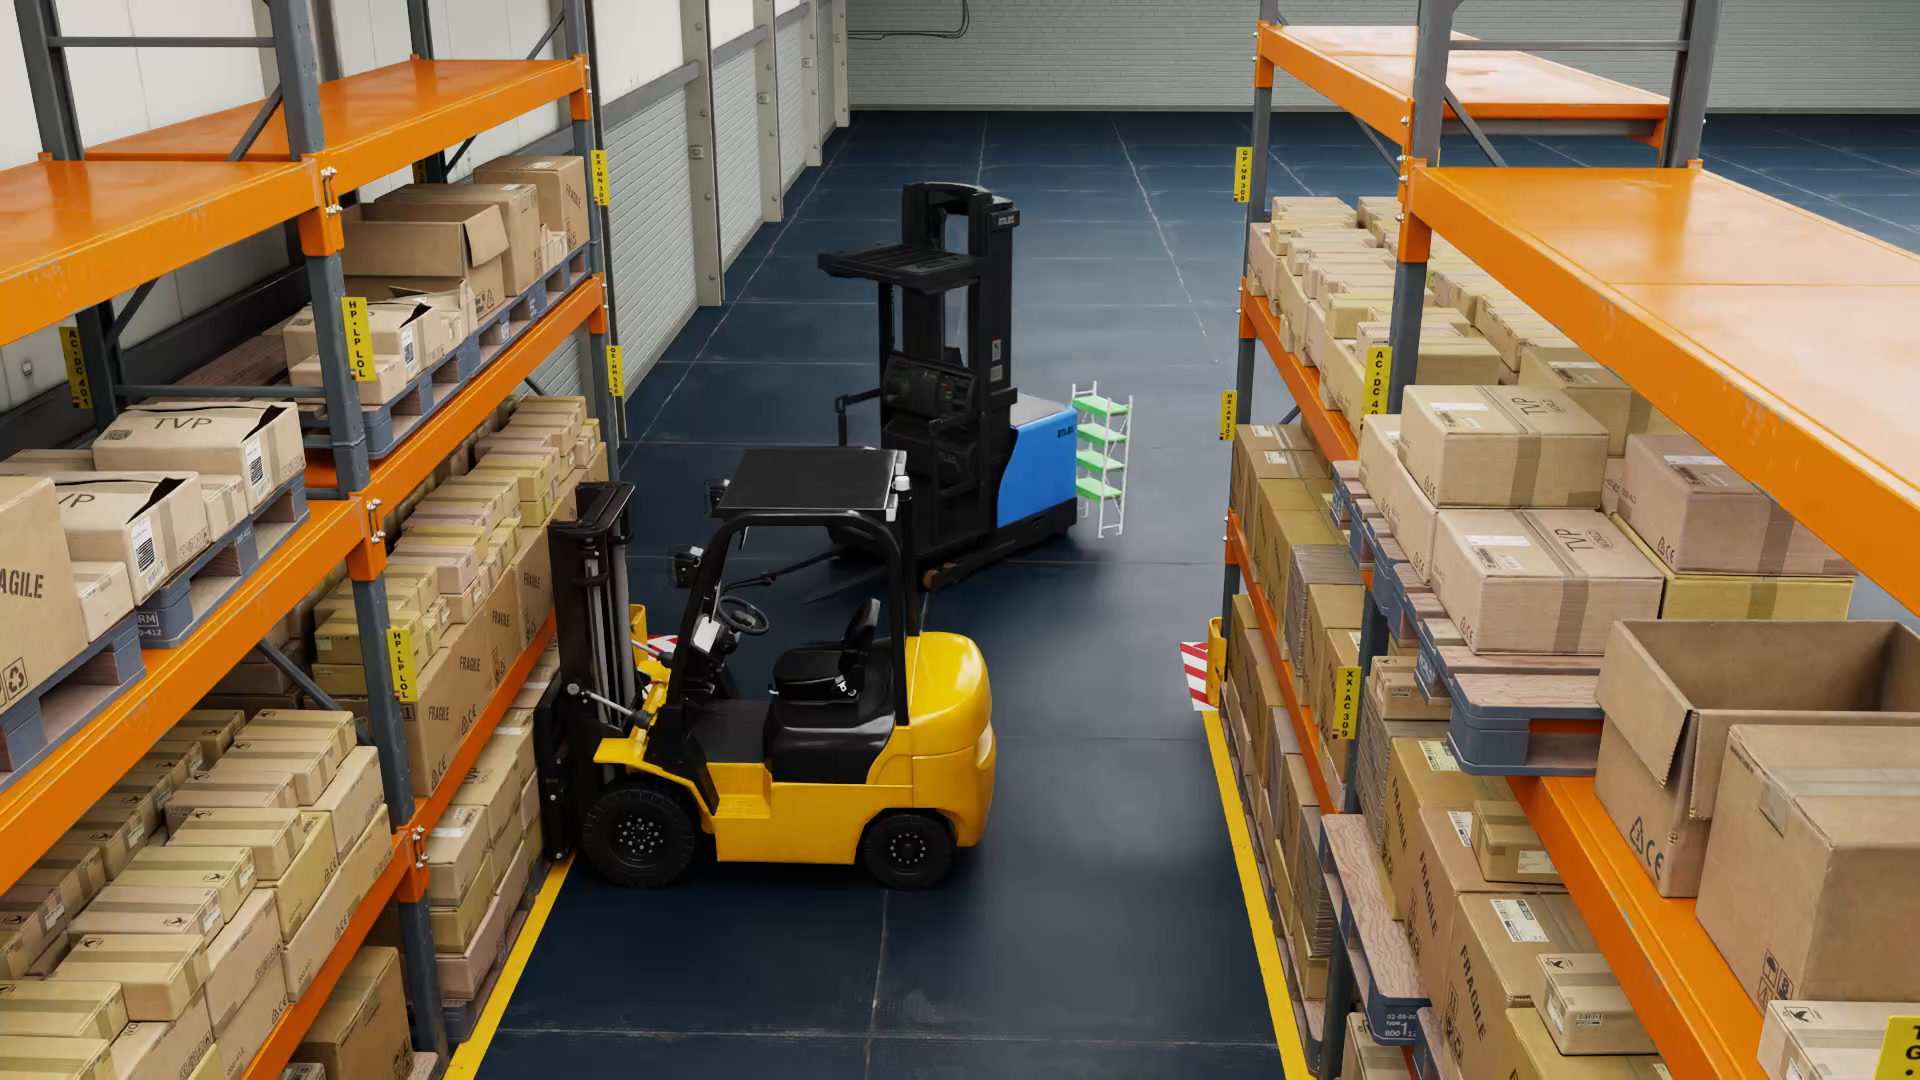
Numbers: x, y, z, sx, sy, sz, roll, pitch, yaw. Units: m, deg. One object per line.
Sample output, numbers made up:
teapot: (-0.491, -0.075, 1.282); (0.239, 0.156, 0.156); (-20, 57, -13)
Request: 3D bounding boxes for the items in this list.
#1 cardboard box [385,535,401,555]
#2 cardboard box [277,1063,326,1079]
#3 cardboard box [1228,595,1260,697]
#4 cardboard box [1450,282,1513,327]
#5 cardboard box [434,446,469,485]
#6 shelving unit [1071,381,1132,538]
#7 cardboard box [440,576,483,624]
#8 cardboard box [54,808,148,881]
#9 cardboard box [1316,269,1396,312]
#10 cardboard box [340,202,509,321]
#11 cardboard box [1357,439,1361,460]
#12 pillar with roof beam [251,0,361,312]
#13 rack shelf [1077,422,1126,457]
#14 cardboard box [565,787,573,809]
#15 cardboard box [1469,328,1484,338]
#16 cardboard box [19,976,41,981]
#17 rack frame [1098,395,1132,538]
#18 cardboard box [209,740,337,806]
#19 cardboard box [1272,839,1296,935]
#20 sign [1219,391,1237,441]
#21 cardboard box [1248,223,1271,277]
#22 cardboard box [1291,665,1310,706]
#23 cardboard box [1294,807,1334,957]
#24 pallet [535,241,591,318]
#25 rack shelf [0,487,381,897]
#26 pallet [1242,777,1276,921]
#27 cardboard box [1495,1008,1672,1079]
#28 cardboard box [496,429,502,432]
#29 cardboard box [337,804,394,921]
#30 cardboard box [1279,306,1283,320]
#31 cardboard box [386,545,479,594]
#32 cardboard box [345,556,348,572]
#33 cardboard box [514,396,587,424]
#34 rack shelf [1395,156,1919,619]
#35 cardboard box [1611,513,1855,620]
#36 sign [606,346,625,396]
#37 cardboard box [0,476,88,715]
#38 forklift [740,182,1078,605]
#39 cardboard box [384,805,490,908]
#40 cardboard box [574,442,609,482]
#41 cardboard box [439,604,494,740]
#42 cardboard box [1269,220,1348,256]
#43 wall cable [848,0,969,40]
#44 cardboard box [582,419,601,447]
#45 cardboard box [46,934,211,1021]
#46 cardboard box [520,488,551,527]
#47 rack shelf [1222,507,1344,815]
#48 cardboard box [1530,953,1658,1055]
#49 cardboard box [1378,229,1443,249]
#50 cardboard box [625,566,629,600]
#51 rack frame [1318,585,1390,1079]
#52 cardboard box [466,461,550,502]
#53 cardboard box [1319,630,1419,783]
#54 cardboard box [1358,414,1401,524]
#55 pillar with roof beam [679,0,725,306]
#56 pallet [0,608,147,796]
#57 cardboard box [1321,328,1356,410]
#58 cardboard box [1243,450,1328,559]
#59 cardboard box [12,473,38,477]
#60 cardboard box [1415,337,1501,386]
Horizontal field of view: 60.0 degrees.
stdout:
cardboard box: (-3.055, 0.083, 8.426); (0.380, 0.149, 0.250); (0, 21, 1)
cardboard box: (-2.879, 2.399, 6.196); (0.875, 0.625, 0.625); (0, 21, 1)
cardboard box: (1.939, 0.659, 10.162); (0.500, 0.500, 0.500); (0, 21, 0)
cardboard box: (2.442, -1.067, 7.523); (0.380, 0.149, 0.250); (0, 21, 0)
cardboard box: (-2.986, -0.422, 9.318); (0.380, 0.149, 0.250); (1, 21, 3)
shelving unit: (1.146, -0.675, 13.885); (0.258, 1.200, 0.503); (-10, 23, -31)
cardboard box: (-2.502, 0.280, 7.919); (0.380, 0.149, 0.250); (1, 21, 3)
cardboard box: (-3.124, 1.073, 5.875); (0.380, 0.149, 0.250); (0, 21, 1)
cardboard box: (1.882, -1.169, 7.786); (0.380, 0.149, 0.250); (1, 21, 2)
cardboard box: (-2.678, -1.374, 8.209); (0.797, 0.503, 0.637); (1, 21, 3)
cardboard box: (1.823, -0.328, 6.721); (0.380, 0.149, 0.250); (1, 21, 2)
pillar with roof beam: (0.660, -2.936, 8.949); (9.100, 9.000, 0.400); (1, 21, 2)
rack shelf: (1.153, -0.840, 13.826); (0.258, 0.148, 0.480); (-10, 23, -31)
cardboard box: (-2.462, 1.380, 9.340); (0.500, 0.250, 0.500); (1, 21, 3)
cardboard box: (2.412, -0.739, 7.229); (0.500, 0.250, 0.500); (0, 21, 1)
cardboard box: (-3.174, 1.588, 5.100); (0.500, 0.250, 0.500); (0, 21, 1)
rack frame: (1.276, -0.600, 13.693); (0.240, 1.200, 0.015); (-10, 23, -31)
cardboard box: (-2.621, 0.888, 6.351); (0.380, 0.149, 0.250); (0, 21, 1)
cardboard box: (1.874, 1.748, 8.391); (0.500, 0.250, 0.500); (0, 21, 0)
sign: (1.698, -0.785, 10.501); (0.100, 0.325, 0.005); (1, 21, 2)
cardboard box: (1.959, -1.663, 9.612); (0.500, 0.250, 0.500); (0, 21, 1)
cardboard box: (1.851, 0.701, 8.215); (0.380, 0.149, 0.250); (0, 21, 1)
cardboard box: (1.868, 1.591, 7.760); (0.500, 0.500, 0.500); (0, 21, 1)
pallet: (-2.769, -1.530, 9.595); (1.003, 0.211, 1.213); (1, 21, 2)
rack shelf: (-2.904, 0.678, 4.776); (1.077, 0.370, 4.000); (1, 21, 2)
pallet: (2.138, 1.686, 9.186); (1.003, 0.211, 1.213); (1, 21, 2)
cardboard box: (1.752, 1.599, 4.423); (0.500, 0.500, 0.500); (-1, 21, -2)
cardboard box: (-2.935, -0.568, 10.104); (0.380, 0.149, 0.250); (1, 21, 2)
cardboard box: (-2.597, 1.273, 6.602); (0.500, 0.250, 0.500); (1, 21, 3)
cardboard box: (1.962, -1.259, 9.121); (0.380, 0.149, 0.250); (1, 21, 1)
cardboard box: (-2.510, 0.138, 7.873); (0.380, 0.149, 0.250); (1, 21, 3)
cardboard box: (-3.118, 0.041, 8.125); (0.380, 0.149, 0.250); (0, 21, 1)
cardboard box: (-2.521, -0.784, 10.251); (0.380, 0.149, 0.250); (1, 21, 2)
rack shelf: (2.058, -0.481, 4.168); (1.077, 0.370, 4.000); (1, 21, 2)
cardboard box: (2.209, 0.127, 4.828); (0.500, 0.250, 0.500); (1, 21, 2)
sign: (-2.179, -1.068, 10.499); (0.100, 0.325, 0.005); (1, 21, 2)
cardboard box: (-2.668, 0.150, 4.287); (0.500, 0.500, 0.500); (1, 21, 3)
forklift: (-0.380, -1.177, 12.804); (1.130, 2.935, 3.031); (18, 28, 39)
cardboard box: (-2.514, 1.466, 7.735); (0.500, 0.250, 0.500); (0, 21, 1)
cardboard box: (-2.474, -0.294, 10.295); (0.500, 0.500, 0.500); (0, 21, 0)
cardboard box: (-2.569, 0.625, 7.926); (0.500, 0.500, 0.500); (1, 21, 3)
cardboard box: (1.883, -1.631, 8.977); (0.380, 0.149, 0.250); (1, 21, 1)
wall cable: (-1.319, -13.433, 40.296); (3.097, 2.526, 0.112); (1, 21, 2)
cardboard box: (-2.452, -0.649, 10.313); (0.380, 0.149, 0.250); (1, 21, 2)
cardboard box: (-2.571, 1.354, 5.151); (0.380, 0.149, 0.250); (0, 21, 0)
cardboard box: (-2.466, -0.185, 9.117); (0.380, 0.149, 0.250); (1, 21, 2)
rack shelf: (2.180, 0.683, 8.909); (1.077, 0.370, 4.000); (1, 21, 2)
cardboard box: (1.765, 1.239, 4.455); (0.380, 0.149, 0.250); (0, 21, -1)
cardboard box: (2.416, -1.538, 8.737); (0.380, 0.149, 0.250); (1, 21, 2)
cardboard box: (-2.423, 0.362, 10.582); (0.500, 0.250, 0.500); (1, 21, 3)
rack frame: (2.119, 1.071, 6.915); (1.000, 3.000, 0.127); (1, 21, 2)
cardboard box: (-2.460, -0.322, 9.058); (0.380, 0.149, 0.250); (1, 21, 3)
cardboard box: (1.884, 0.723, 7.264); (0.500, 0.500, 0.500); (0, 21, 0)
cardboard box: (1.700, -0.246, 5.790); (0.500, 0.250, 0.500); (0, 21, 0)
pillar with roof beam: (1.025, -7.275, 20.131); (9.100, 9.000, 0.400); (1, 21, 2)
pallet: (-3.002, 0.503, 4.493); (1.003, 0.211, 1.213); (2, 21, 4)
cardboard box: (1.877, -0.741, 7.235); (0.500, 0.250, 0.500); (0, 21, 1)
cardboard box: (1.936, -0.205, 9.654); (0.500, 0.500, 0.500); (1, 21, 3)
cardboard box: (-2.953, -0.109, 5.438); (0.380, 0.149, 0.250); (1, 21, 2)
cardboard box: (1.910, -0.699, 6.575); (0.380, 0.149, 0.250); (1, 21, 3)
